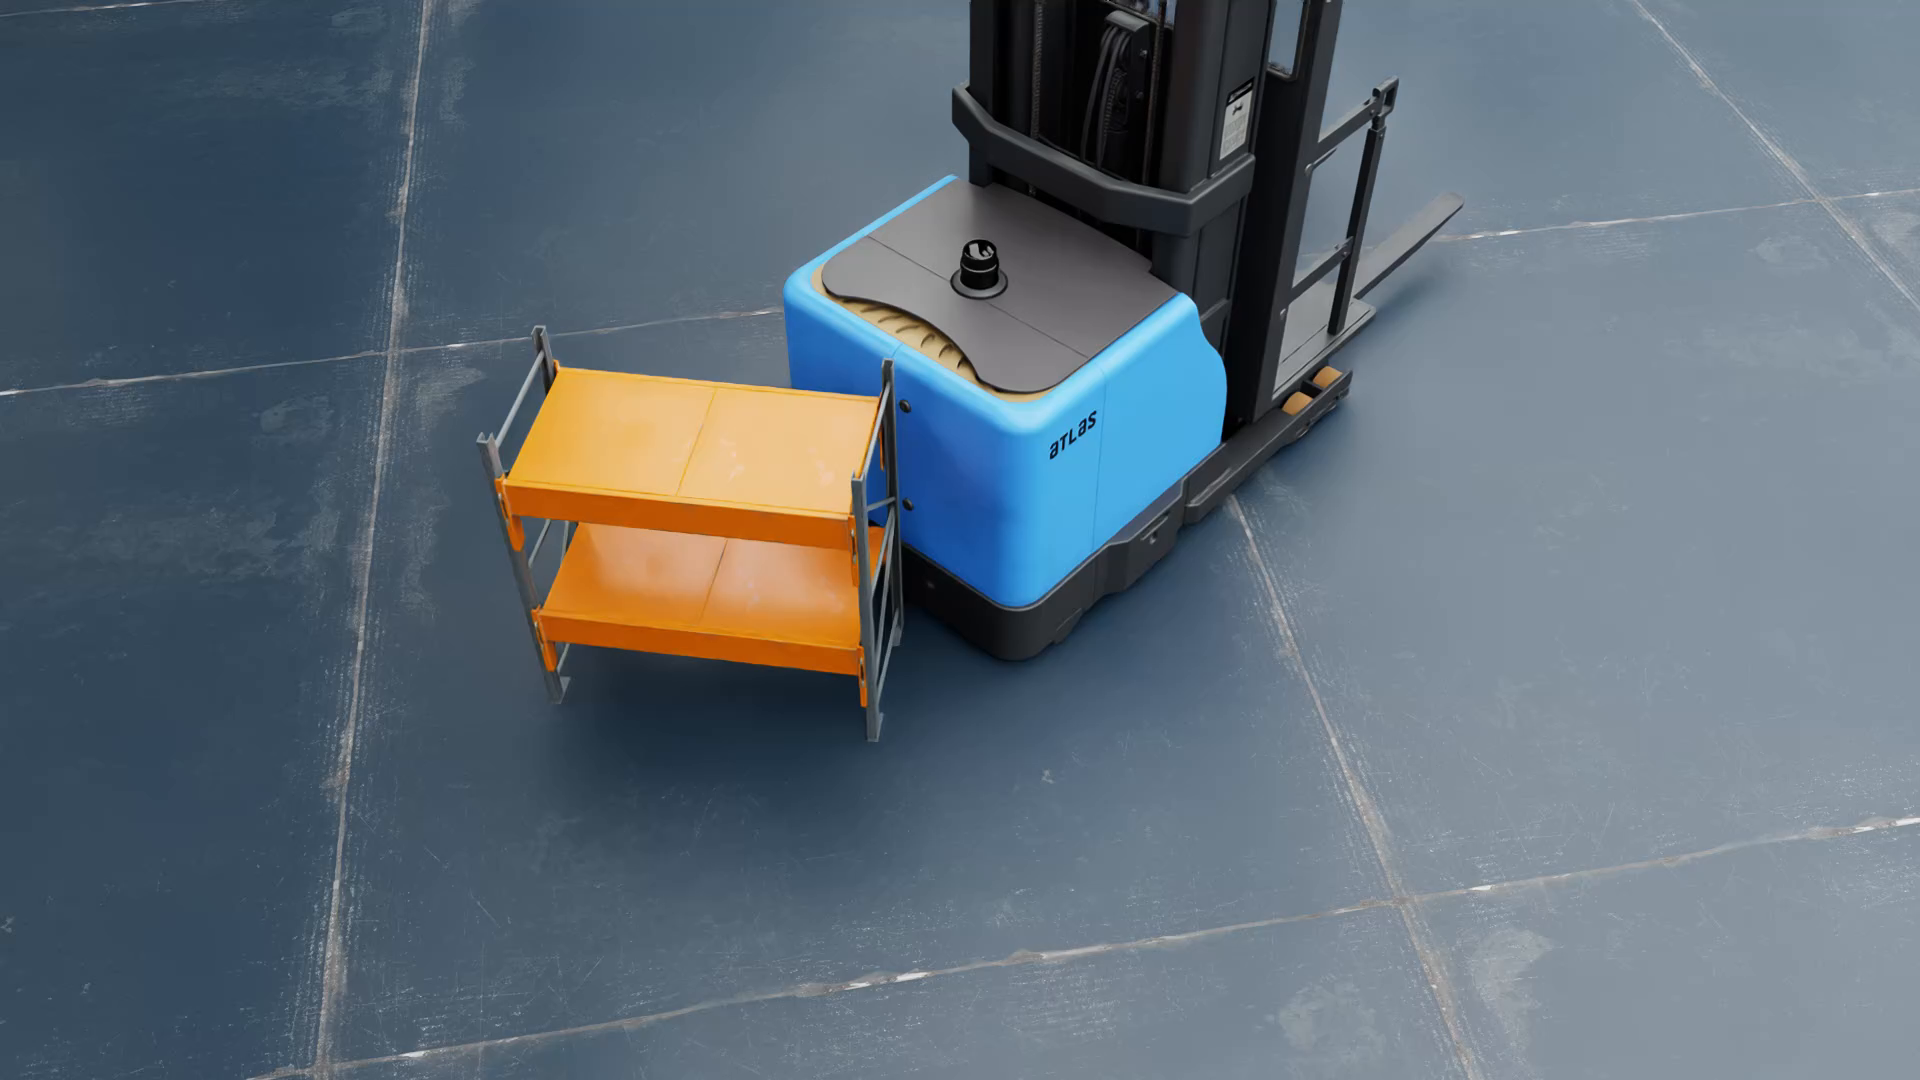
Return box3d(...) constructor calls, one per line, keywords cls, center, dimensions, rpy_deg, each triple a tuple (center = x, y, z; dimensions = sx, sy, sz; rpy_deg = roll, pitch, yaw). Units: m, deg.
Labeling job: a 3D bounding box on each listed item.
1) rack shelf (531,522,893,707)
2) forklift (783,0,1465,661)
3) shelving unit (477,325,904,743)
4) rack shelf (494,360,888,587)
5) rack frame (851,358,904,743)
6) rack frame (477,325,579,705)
box3d(cls="rack shelf", center=(-0.738, 0.174, 5.140), dimensions=(1.000, 0.278, 0.538), rpy_deg=(6, 46, 6))
box3d(cls="forklift", center=(0.805, -1.615, 5.270), dimensions=(1.130, 2.935, 3.031), rpy_deg=(33, 54, 28))
box3d(cls="shelving unit", center=(-0.738, 0.005, 4.964), dimensions=(1.048, 1.125, 0.538), rpy_deg=(6, 46, 6))
box3d(cls="rack shelf", center=(-0.738, -0.198, 4.753), dimensions=(1.000, 0.278, 0.538), rpy_deg=(6, 46, 6))
box3d(cls="rack frame", center=(-0.235, 0.057, 4.914), dimensions=(0.032, 1.125, 0.500), rpy_deg=(6, 46, 6))
box3d(cls="rack frame", center=(-1.241, -0.048, 5.015), dimensions=(0.032, 1.125, 0.500), rpy_deg=(6, 46, 6))
